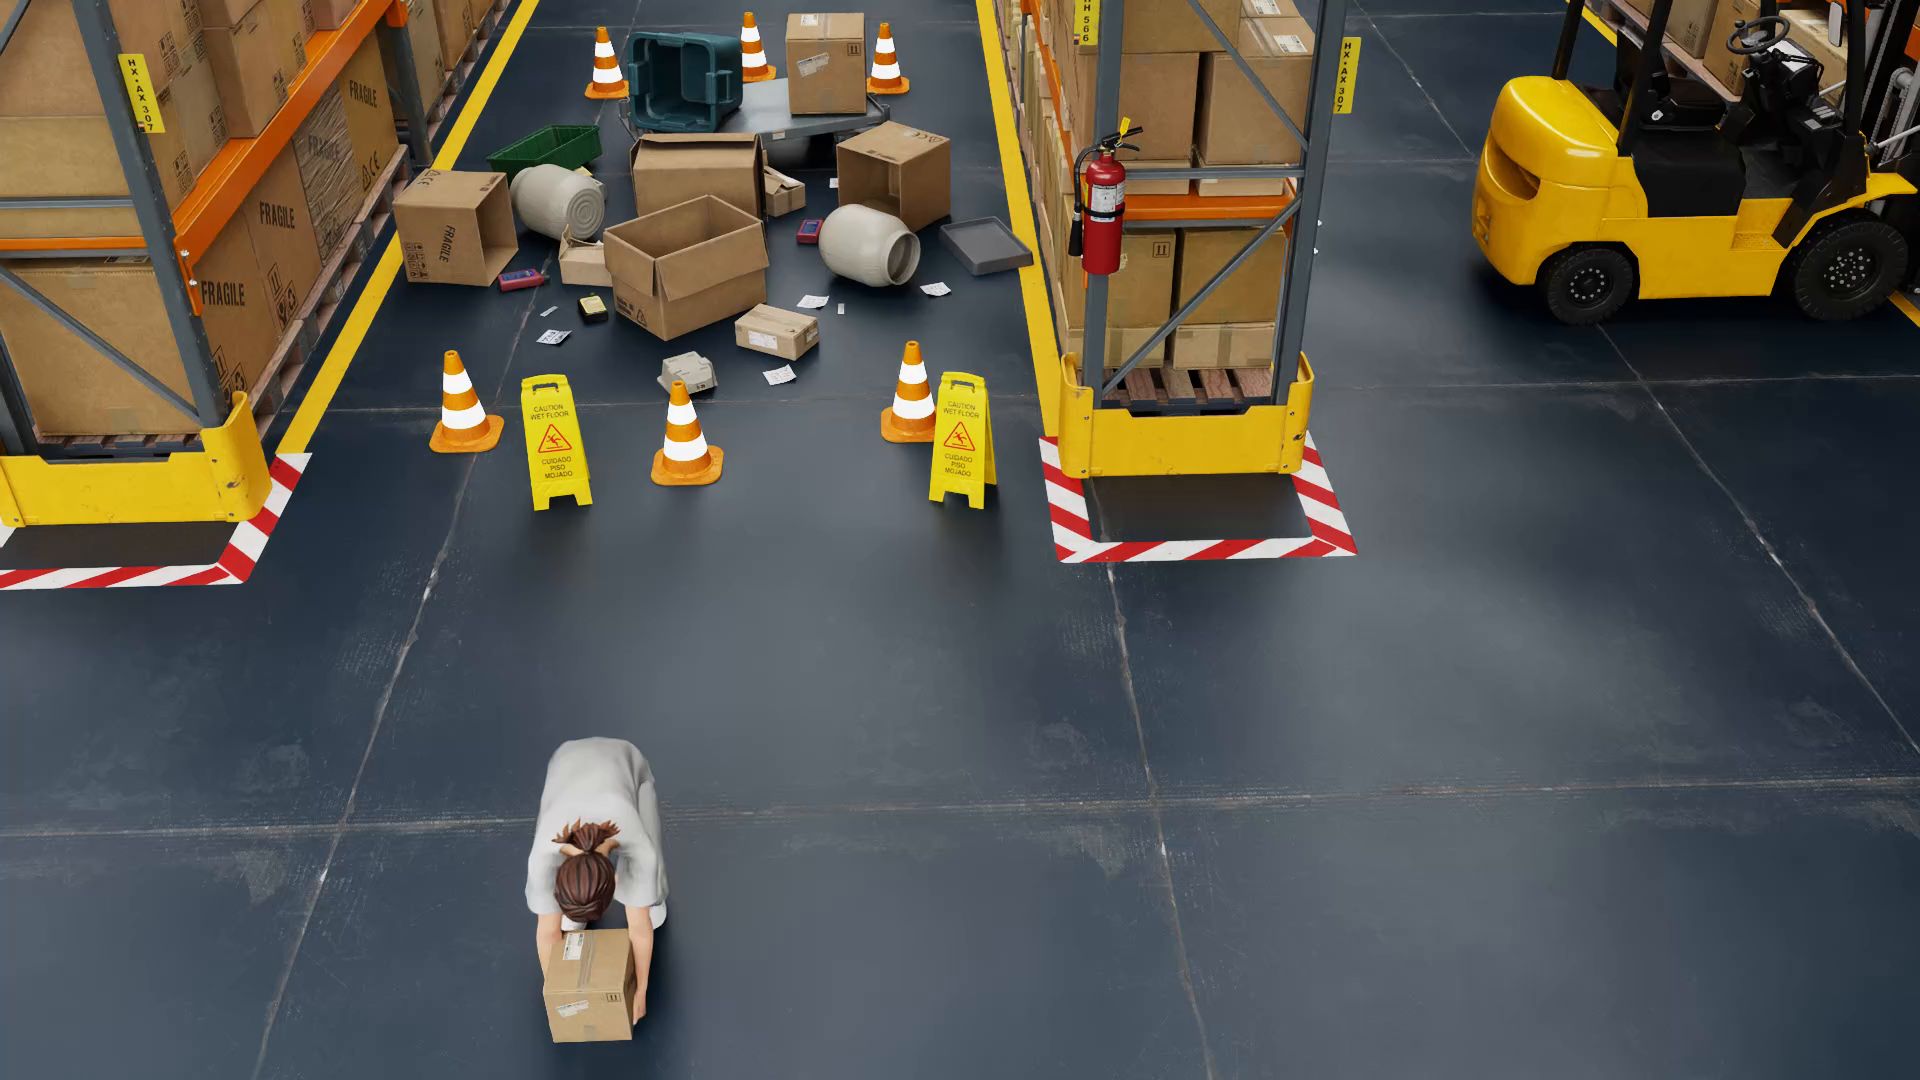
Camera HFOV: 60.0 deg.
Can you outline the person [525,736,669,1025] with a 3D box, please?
[{"bbox_3d":[-1.195,1.070,5.470,0.446,0.752,0.858,-2,35,-3],"label":"person"}]
